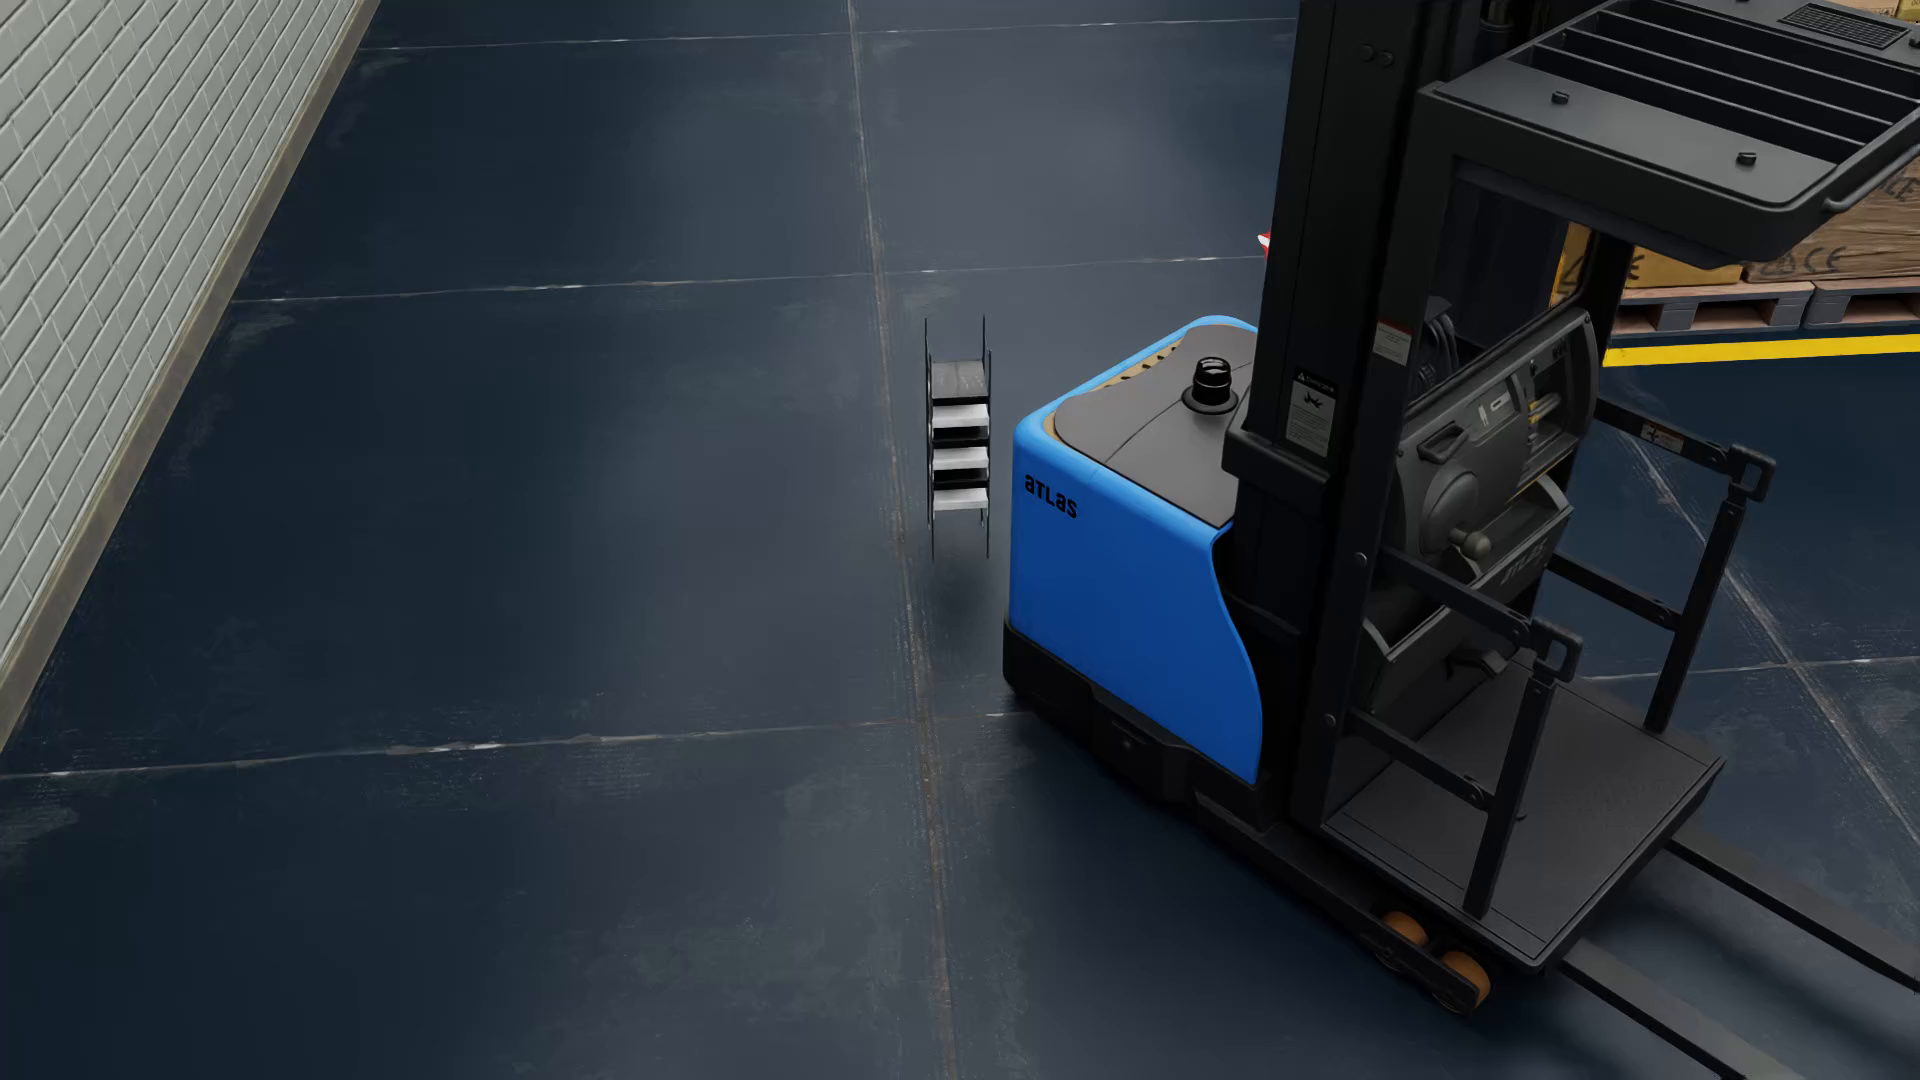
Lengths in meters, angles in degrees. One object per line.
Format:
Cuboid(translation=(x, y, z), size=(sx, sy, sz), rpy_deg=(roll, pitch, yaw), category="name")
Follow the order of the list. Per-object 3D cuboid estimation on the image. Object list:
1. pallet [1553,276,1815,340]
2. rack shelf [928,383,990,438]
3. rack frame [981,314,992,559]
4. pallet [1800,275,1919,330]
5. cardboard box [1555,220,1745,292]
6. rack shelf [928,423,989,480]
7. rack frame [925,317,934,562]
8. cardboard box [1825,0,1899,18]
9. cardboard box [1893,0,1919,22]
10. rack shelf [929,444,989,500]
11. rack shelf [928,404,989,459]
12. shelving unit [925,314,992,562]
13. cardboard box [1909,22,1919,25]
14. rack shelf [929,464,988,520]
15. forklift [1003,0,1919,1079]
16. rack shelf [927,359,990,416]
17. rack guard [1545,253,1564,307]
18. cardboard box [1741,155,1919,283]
Cuboid(translation=(3.122, -1.296, 7.722), size=(1.213, 0.211, 1.003), rpy_deg=(-3, 38, -4), category="pallet")
Cuboid(translation=(-0.008, -0.468, 5.880), size=(0.200, 0.077, 0.258), rpy_deg=(-3, 38, -4), category="rack shelf")
Cuboid(translation=(0.093, -0.358, 5.978), size=(0.006, 0.900, 0.240), rpy_deg=(-3, 38, -4), category="rack frame")
Cuboid(translation=(4.334, -1.361, 7.805), size=(1.213, 0.211, 1.003), rpy_deg=(-3, 38, -4), category="pallet")
Cuboid(translation=(2.963, -1.714, 7.377), size=(0.875, 0.875, 0.875), rpy_deg=(-3, 38, -4), category="cardboard box")
Cuboid(translation=(-0.008, -0.327, 5.991), size=(0.200, 0.077, 0.258), rpy_deg=(-3, 38, -4), category="rack shelf")
Cuboid(translation=(-0.109, -0.347, 5.964), size=(0.006, 0.900, 0.240), rpy_deg=(-3, 38, -4), category="rack frame")
Cuboid(translation=(3.352, -2.249, 6.560), size=(0.500, 0.250, 0.500), rpy_deg=(-4, 38, -5), category="cardboard box")
Cuboid(translation=(3.853, -2.274, 6.592), size=(0.500, 0.250, 0.500), rpy_deg=(-4, 38, -5), category="cardboard box")
Cuboid(translation=(-0.008, -0.256, 6.047), size=(0.200, 0.077, 0.258), rpy_deg=(-3, 38, -4), category="rack shelf")
Cuboid(translation=(-0.008, -0.397, 5.936), size=(0.200, 0.077, 0.258), rpy_deg=(-3, 38, -4), category="rack shelf")
Cuboid(translation=(-0.008, -0.353, 5.971), size=(0.210, 0.900, 0.258), rpy_deg=(-3, 38, -4), category="shelving unit")
Cuboid(translation=(3.739, -2.073, 6.659), size=(0.250, 0.149, 0.380), rpy_deg=(-4, 38, -5), category="cardboard box")
Cuboid(translation=(-0.008, -0.185, 6.103), size=(0.200, 0.077, 0.258), rpy_deg=(-3, 38, -4), category="rack shelf")
Cuboid(translation=(1.533, -0.212, 4.153), size=(1.130, 2.935, 3.031), rpy_deg=(-31, 48, -33), category="forklift")
Cuboid(translation=(-0.008, -0.539, 5.824), size=(0.200, 0.077, 0.258), rpy_deg=(-3, 38, -4), category="rack shelf")
Cuboid(translation=(2.309, -1.316, 7.514), size=(0.348, 0.500, 1.175), rpy_deg=(-3, 38, -4), category="rack guard")
Cuboid(translation=(3.869, -1.764, 7.440), size=(0.875, 0.875, 0.875), rpy_deg=(-3, 38, -4), category="cardboard box")
